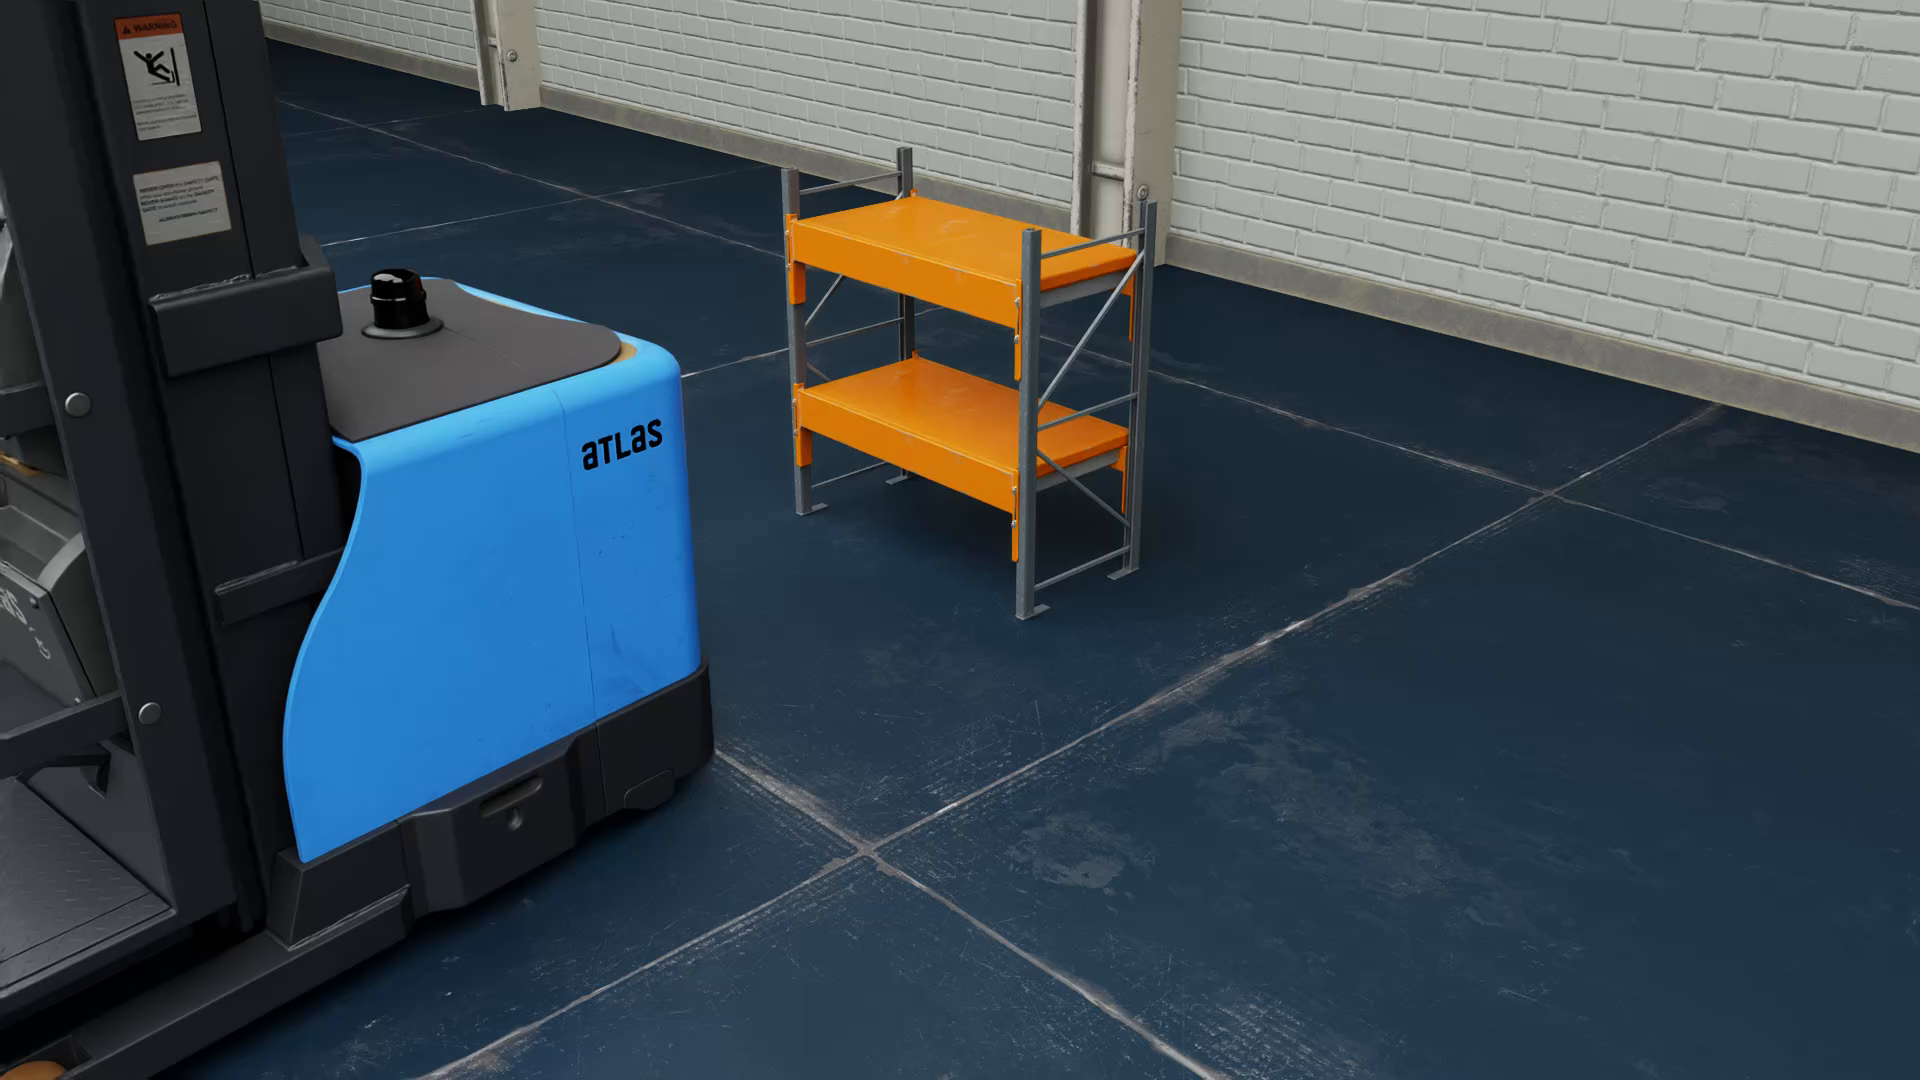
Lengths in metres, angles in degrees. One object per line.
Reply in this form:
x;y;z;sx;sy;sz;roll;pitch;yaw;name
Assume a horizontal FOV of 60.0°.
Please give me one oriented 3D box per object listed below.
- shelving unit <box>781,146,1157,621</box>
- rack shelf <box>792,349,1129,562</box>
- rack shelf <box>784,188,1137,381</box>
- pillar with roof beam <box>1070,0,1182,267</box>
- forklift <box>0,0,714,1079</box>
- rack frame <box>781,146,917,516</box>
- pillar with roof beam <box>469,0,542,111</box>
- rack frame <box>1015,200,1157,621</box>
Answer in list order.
0.005;-0.510;5.012;0.538;1.125;1.048;-21;32;-38;shelving unit
0.005;-0.287;5.114;0.538;0.278;1.000;-21;32;-38;rack shelf
0.005;-0.776;4.891;0.538;0.278;1.000;-21;32;-38;rack shelf
-2.348;-4.272;3.773;9.100;9.000;0.400;-21;32;-38;pillar with roof beam
-1.927;-0.431;2.663;1.130;2.935;3.031;20;31;36;forklift
-0.343;-0.664;5.350;0.500;1.125;0.032;-21;32;-38;rack frame
-6.449;-6.090;7.758;9.100;9.000;0.400;-21;32;-38;pillar with roof beam
0.352;-0.356;4.674;0.500;1.125;0.032;-21;32;-38;rack frame
